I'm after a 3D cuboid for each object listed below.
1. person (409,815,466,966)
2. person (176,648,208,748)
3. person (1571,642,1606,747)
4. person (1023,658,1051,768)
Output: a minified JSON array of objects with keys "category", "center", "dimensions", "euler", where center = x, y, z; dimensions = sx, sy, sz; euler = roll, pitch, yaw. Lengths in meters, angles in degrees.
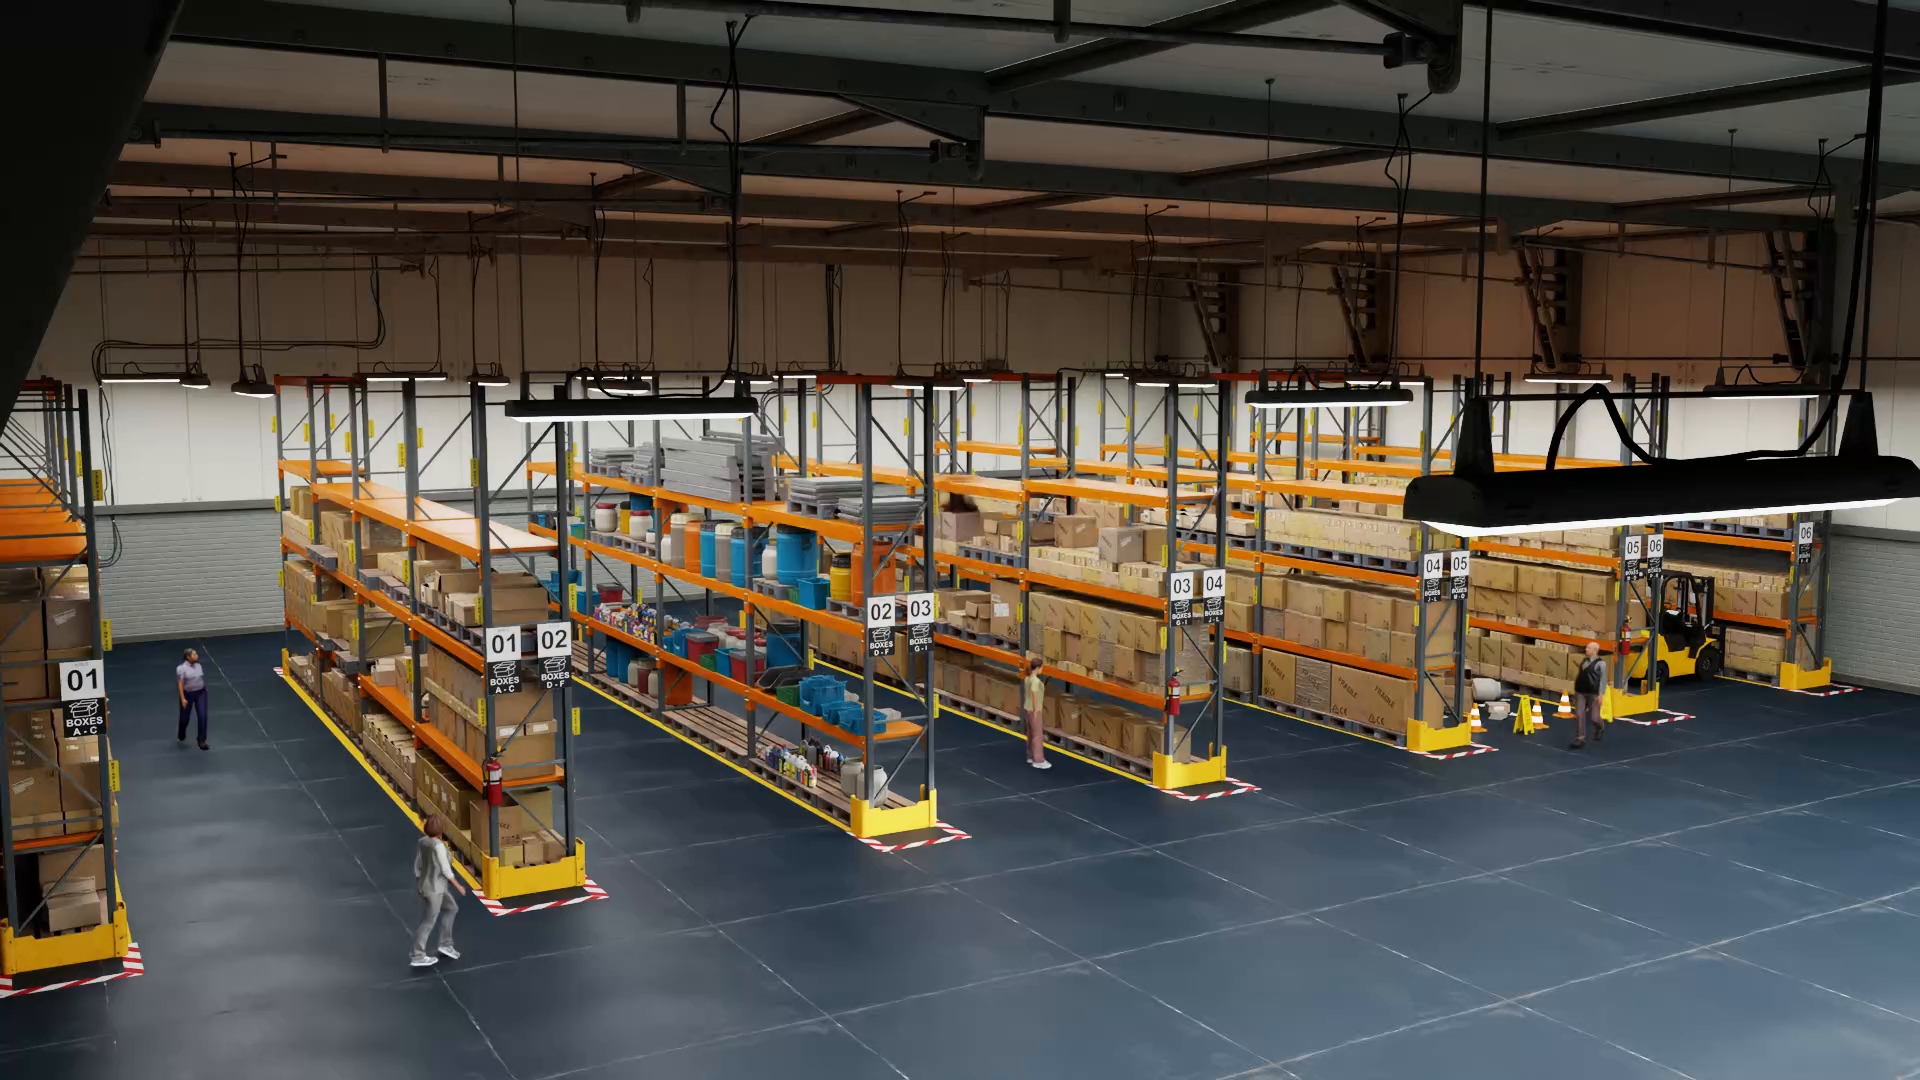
[{"category":"person","center":[-5.457,3.657,17.294],"dimensions":[0.578,1.610,0.418],"euler":[-3,7,-29]},{"category":"person","center":[-12.517,2.554,27.099],"dimensions":[0.459,1.615,0.665],"euler":[-4,7,-33]},{"category":"person","center":[10.292,2.511,27.117],"dimensions":[0.528,1.711,0.672],"euler":[5,8,37]},{"category":"person","center":[1.186,2.742,25.818],"dimensions":[0.369,1.543,0.548],"euler":[-2,7,-18]}]
